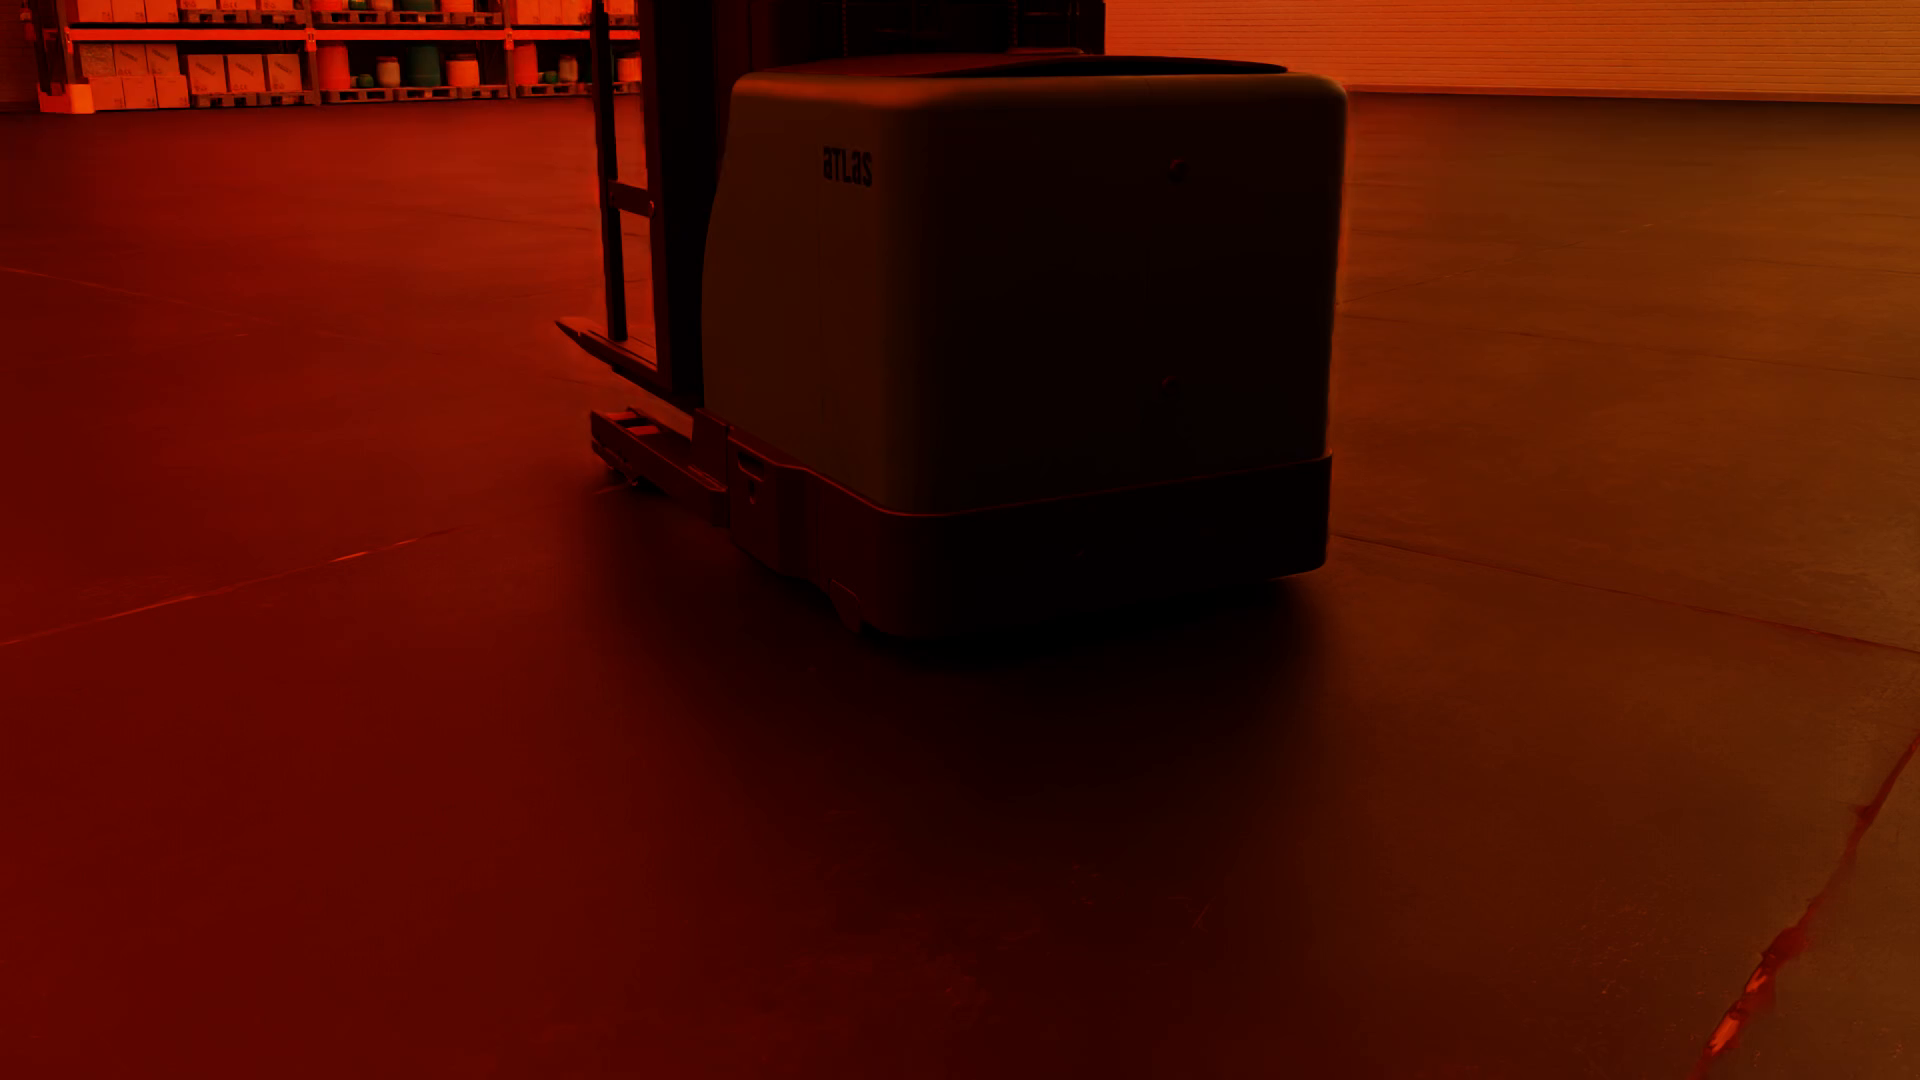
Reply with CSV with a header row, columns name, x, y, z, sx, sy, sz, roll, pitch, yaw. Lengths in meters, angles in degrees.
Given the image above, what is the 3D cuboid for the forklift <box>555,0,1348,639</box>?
name,x,y,z,sx,sy,sz,roll,pitch,yaw
forklift,-0.359,-1.597,4.157,1.130,2.935,3.031,-9,19,-27
